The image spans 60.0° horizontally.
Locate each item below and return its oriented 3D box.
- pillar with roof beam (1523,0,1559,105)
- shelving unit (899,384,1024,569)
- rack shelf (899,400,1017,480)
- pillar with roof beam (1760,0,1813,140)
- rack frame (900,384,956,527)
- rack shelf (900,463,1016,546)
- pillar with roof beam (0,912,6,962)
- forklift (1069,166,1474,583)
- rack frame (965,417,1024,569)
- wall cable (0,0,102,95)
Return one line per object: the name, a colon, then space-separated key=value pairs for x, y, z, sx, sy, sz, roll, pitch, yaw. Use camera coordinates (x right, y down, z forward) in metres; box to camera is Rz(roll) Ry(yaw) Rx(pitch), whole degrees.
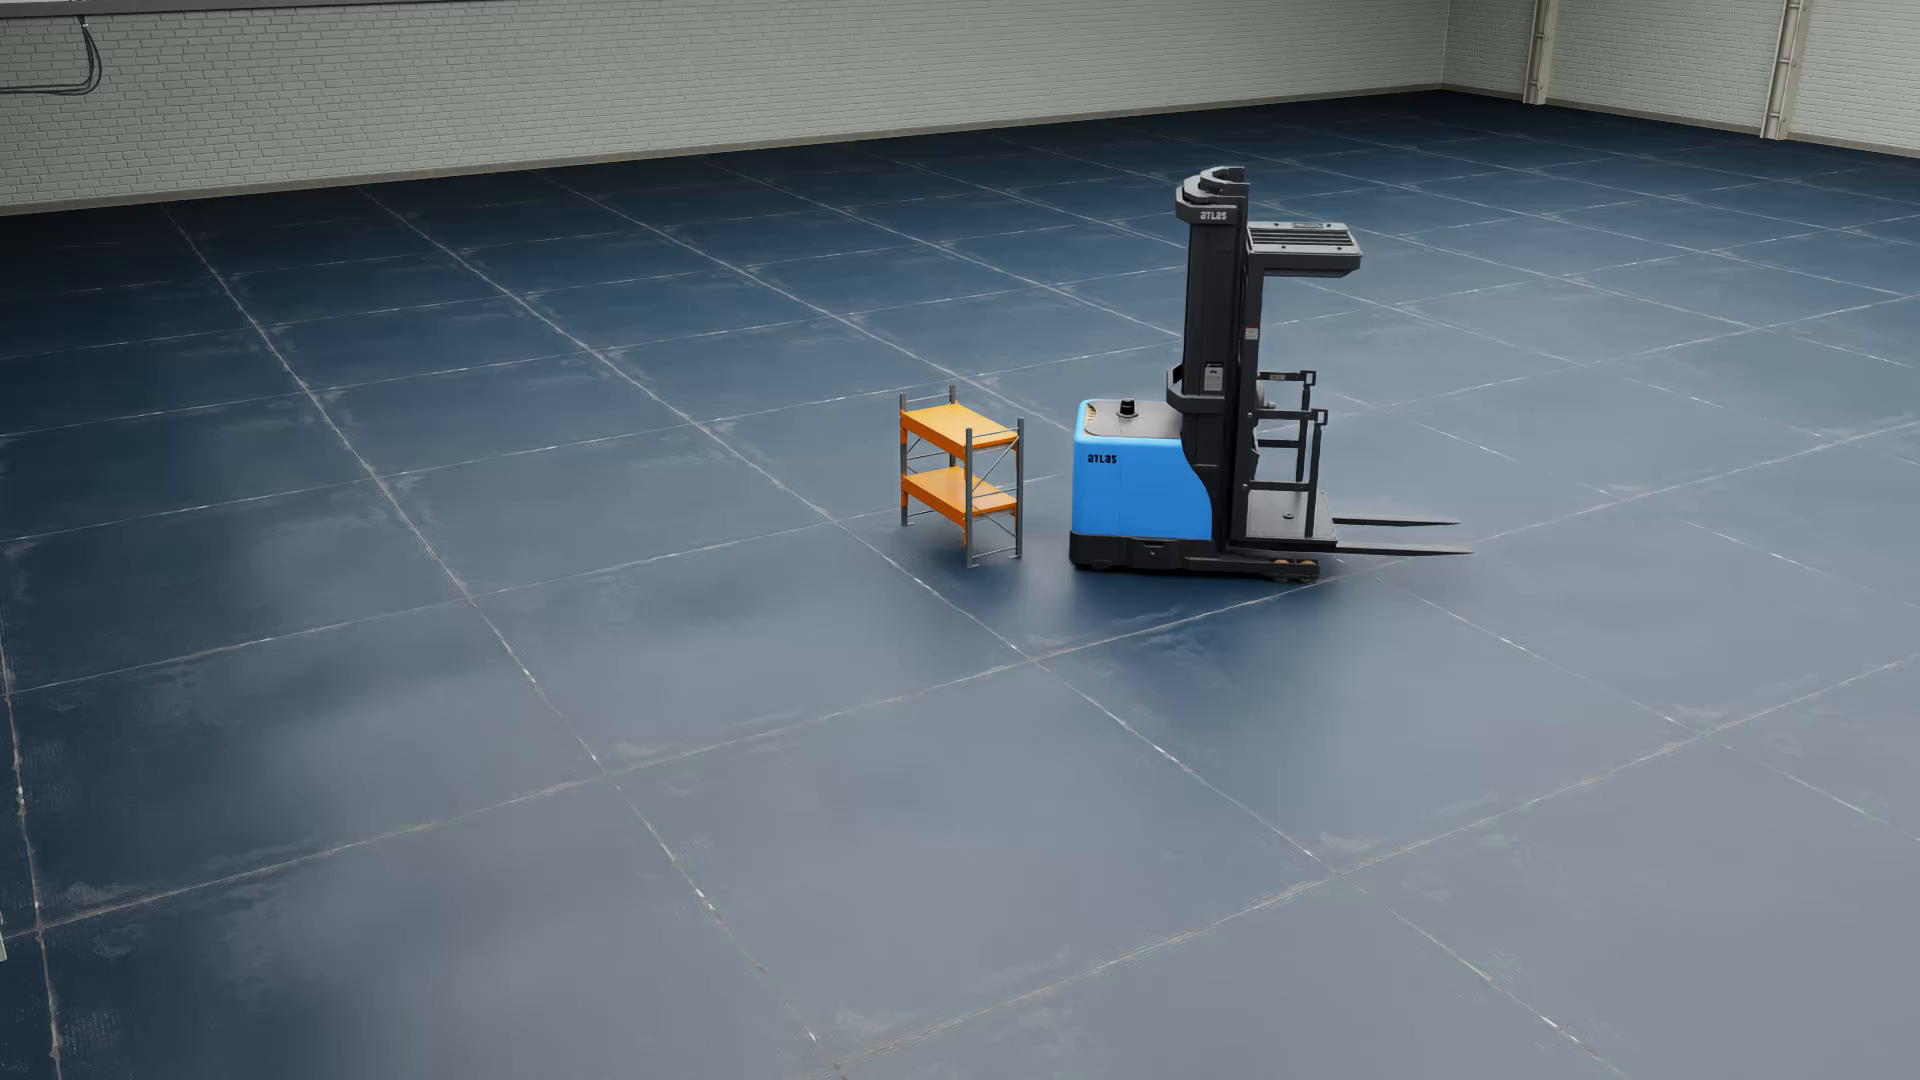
pillar with roof beam: x=9.253 y=-13.193 z=33.787 sx=9.100 sy=9.000 sz=0.400 roll=-13 pitch=25 yaw=-28
shelving unit: x=0.003 y=-0.519 z=13.061 sx=0.538 sy=1.125 sz=1.048 roll=-13 pitch=25 yaw=-28
rack shelf: x=0.003 y=-0.790 z=12.951 sx=0.538 sy=0.278 sz=1.000 roll=-13 pitch=25 yaw=-28
pillar with roof beam: x=12.318 y=-11.251 z=29.008 sx=9.100 sy=9.000 sz=0.400 roll=-13 pitch=25 yaw=-28
rack frame: x=-0.256 y=-0.683 z=13.466 sx=0.500 sy=1.125 sz=0.032 roll=-13 pitch=25 yaw=-28
rack shelf: x=0.003 y=-0.292 z=13.154 sx=0.538 sy=0.278 sz=1.000 roll=-13 pitch=25 yaw=-28
pillar with roof beam: x=-1.231 y=-2.964 z=8.619 sx=9.100 sy=9.000 sz=0.400 roll=-13 pitch=25 yaw=-28
forklift: x=2.387 y=-1.246 z=12.451 sx=3.031 sy=2.935 sz=1.130 roll=2 pitch=22 yaw=6
rack frame: x=0.263 y=-0.354 z=12.657 sx=0.500 sy=1.125 sz=0.032 roll=-13 pitch=25 yaw=-28
wall cable: x=-14.495 y=-7.732 z=24.474 sx=3.097 sy=2.526 sz=0.112 roll=-13 pitch=25 yaw=-28
